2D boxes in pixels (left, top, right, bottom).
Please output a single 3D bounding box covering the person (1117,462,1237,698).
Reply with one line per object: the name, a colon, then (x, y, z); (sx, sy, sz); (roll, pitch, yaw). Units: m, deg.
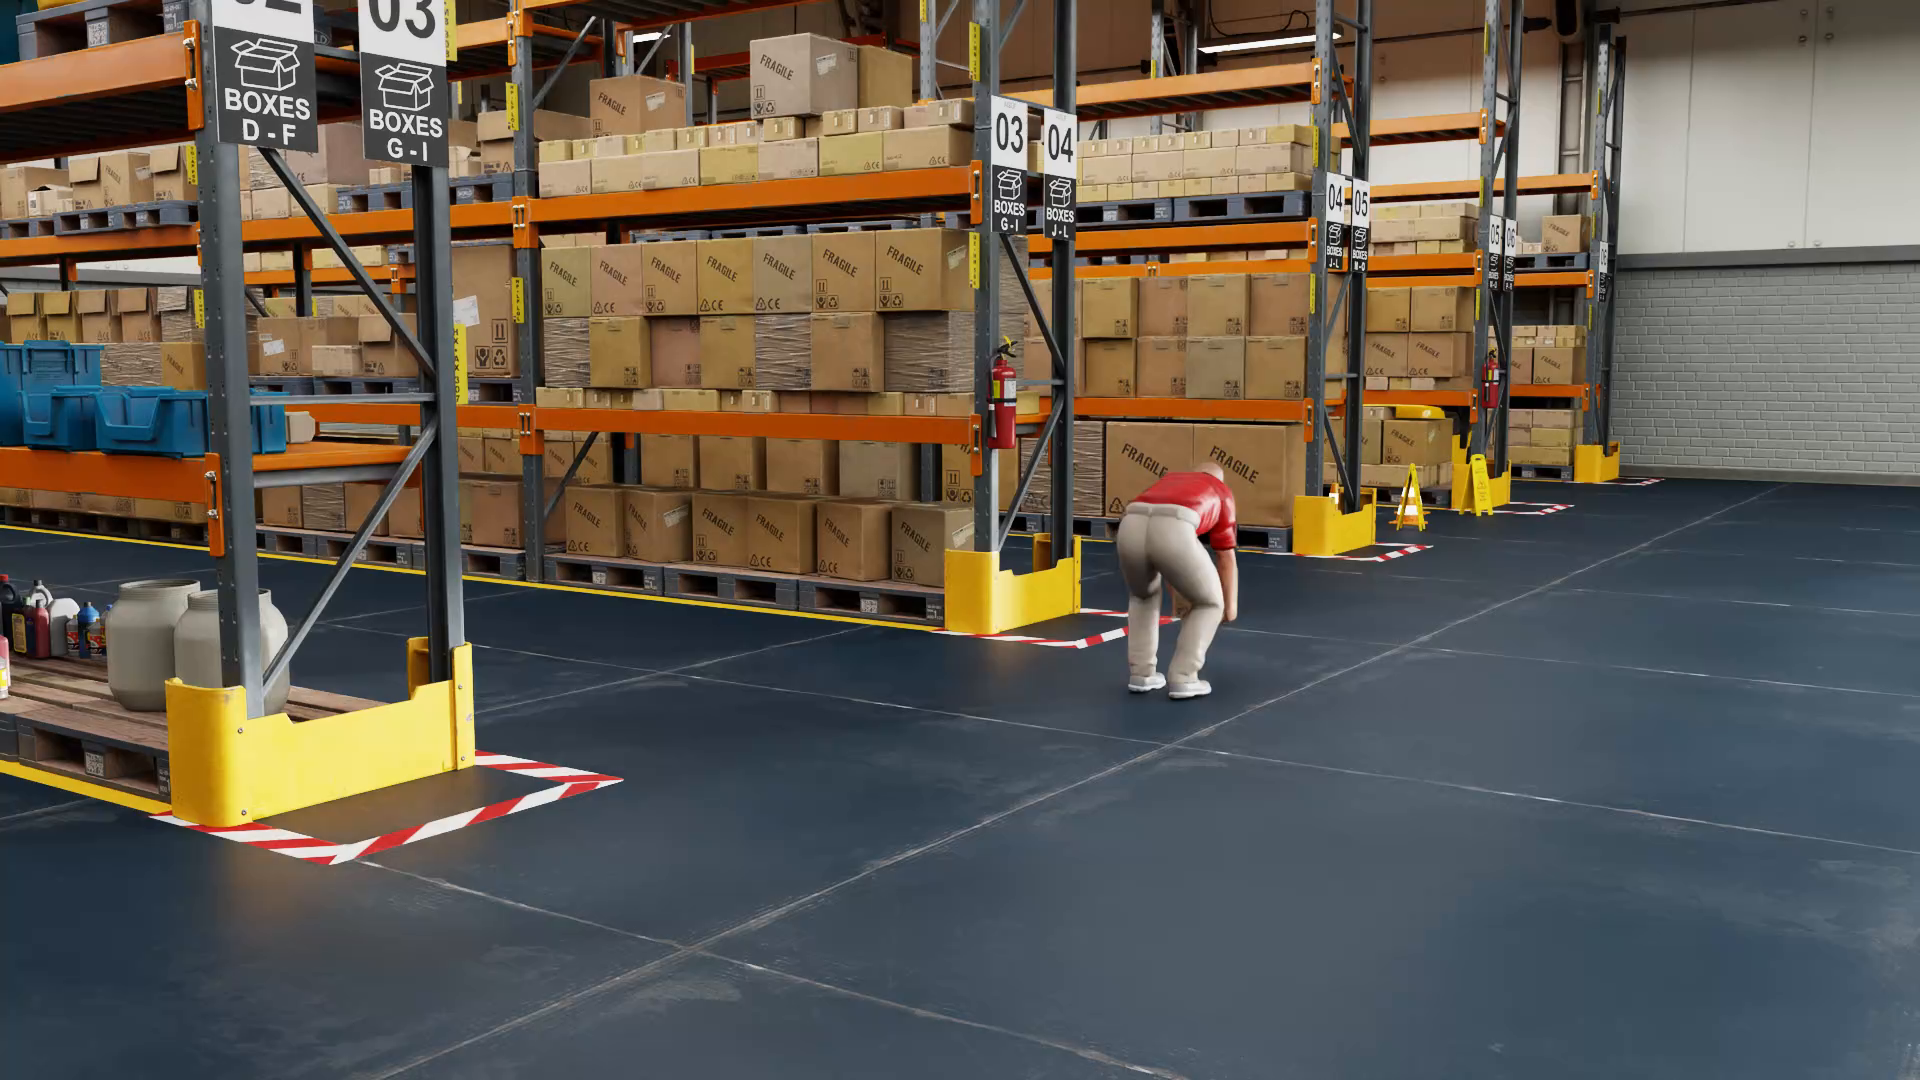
person: (1.124, 0.190, 8.398); (0.508, 1.127, 0.937); (4, 7, 31)
